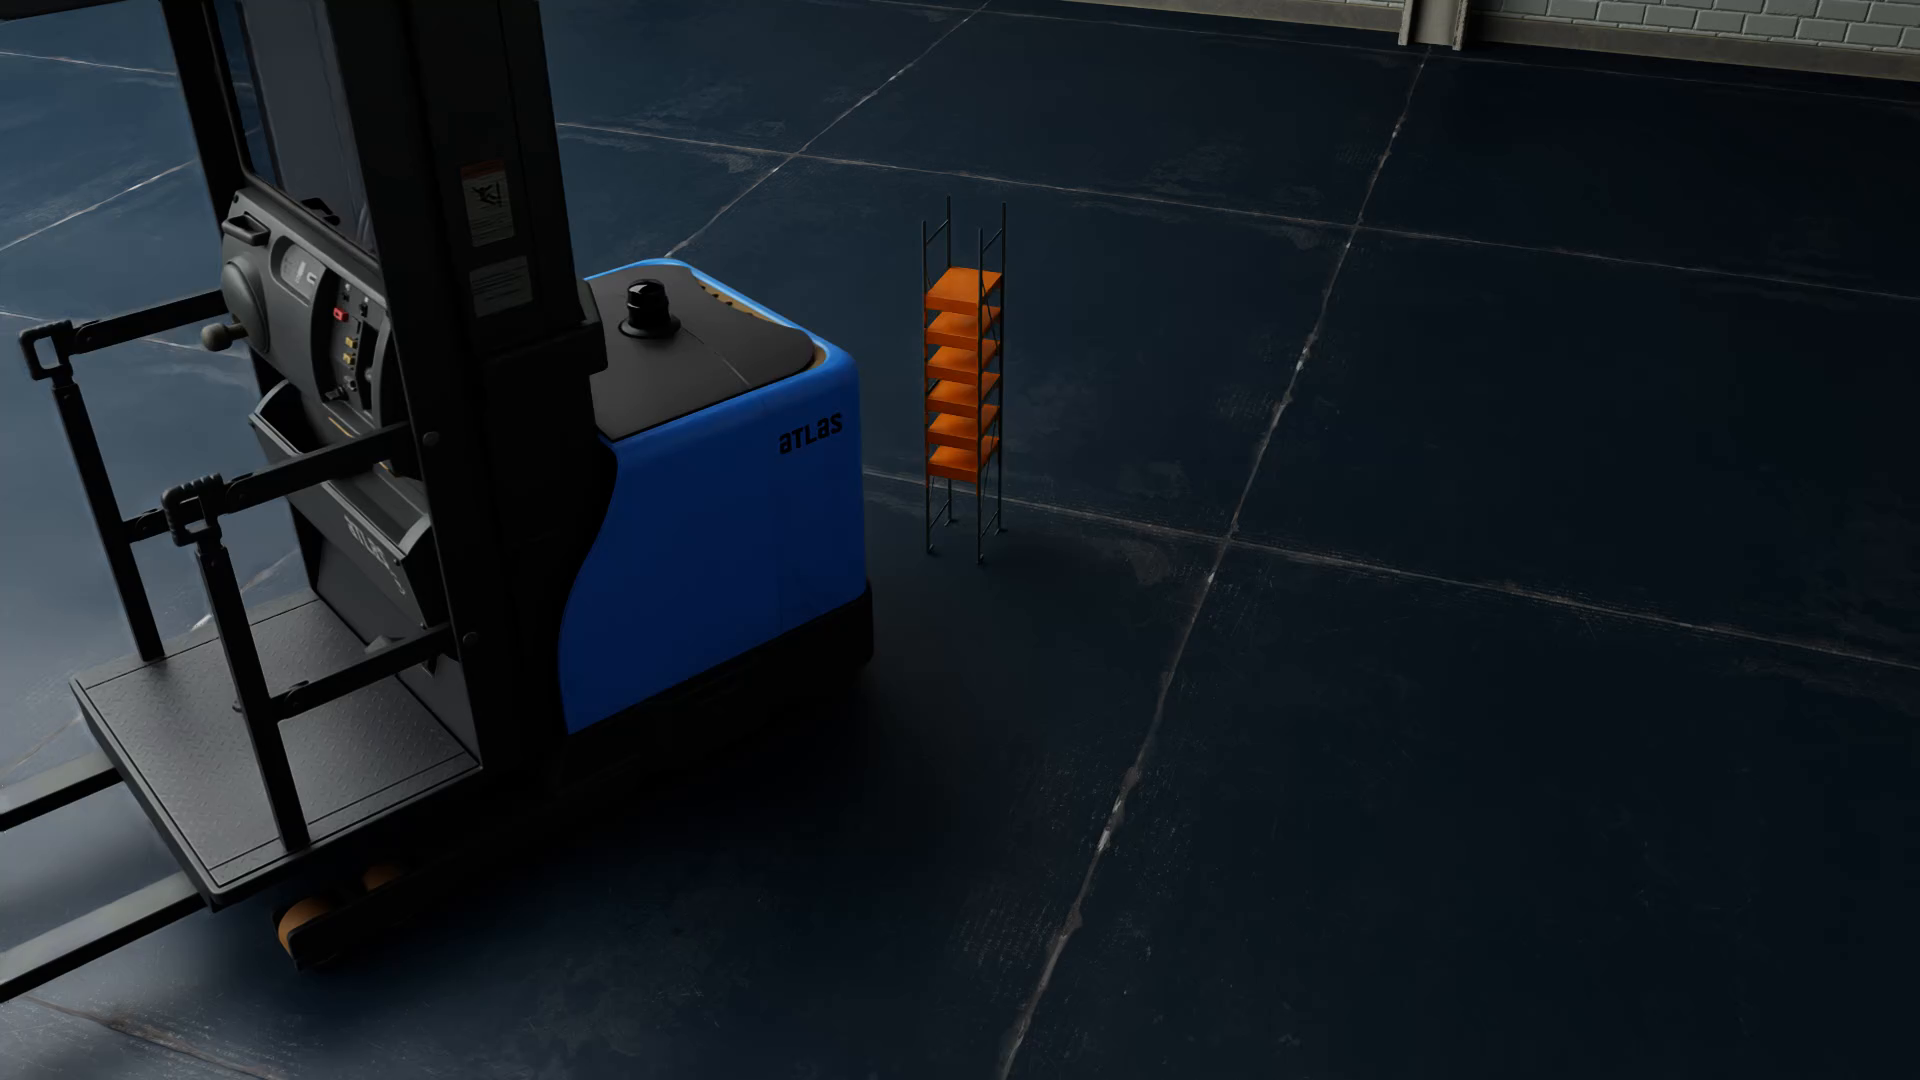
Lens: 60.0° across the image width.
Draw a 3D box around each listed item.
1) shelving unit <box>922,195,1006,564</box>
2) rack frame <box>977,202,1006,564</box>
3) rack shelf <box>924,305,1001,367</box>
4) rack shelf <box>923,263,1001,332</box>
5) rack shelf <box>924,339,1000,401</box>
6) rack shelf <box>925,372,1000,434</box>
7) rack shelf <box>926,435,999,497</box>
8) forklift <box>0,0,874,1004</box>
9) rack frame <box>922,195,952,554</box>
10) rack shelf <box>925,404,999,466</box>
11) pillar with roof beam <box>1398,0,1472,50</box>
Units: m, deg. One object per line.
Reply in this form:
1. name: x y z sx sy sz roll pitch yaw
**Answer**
1. shelving unit: 0.014 -0.501 5.420 0.189 1.200 0.258 11 34 16
2. rack frame: 0.100 -0.485 5.395 0.006 1.200 0.240 11 34 16
3. rack shelf: 0.014 -0.666 5.314 0.180 0.103 0.258 11 34 16
4. rack shelf: 0.014 -0.767 5.249 0.180 0.103 0.258 11 34 16
5. rack shelf: 0.014 -0.565 5.379 0.180 0.103 0.258 11 34 16
6. rack shelf: 0.014 -0.464 5.445 0.180 0.103 0.258 11 34 16
7. rack shelf: 0.014 -0.262 5.575 0.180 0.103 0.258 11 34 16
8. forklift: -1.707 -0.502 3.826 3.031 2.935 1.130 -25 41 -33
9. rack frame: -0.073 -0.518 5.446 0.006 1.200 0.240 11 34 16
10. rack shelf: 0.014 -0.363 5.510 0.180 0.103 0.258 11 34 16
11. pillar with roof beam: 1.600 -4.808 4.900 0.400 9.000 9.100 11 34 16
